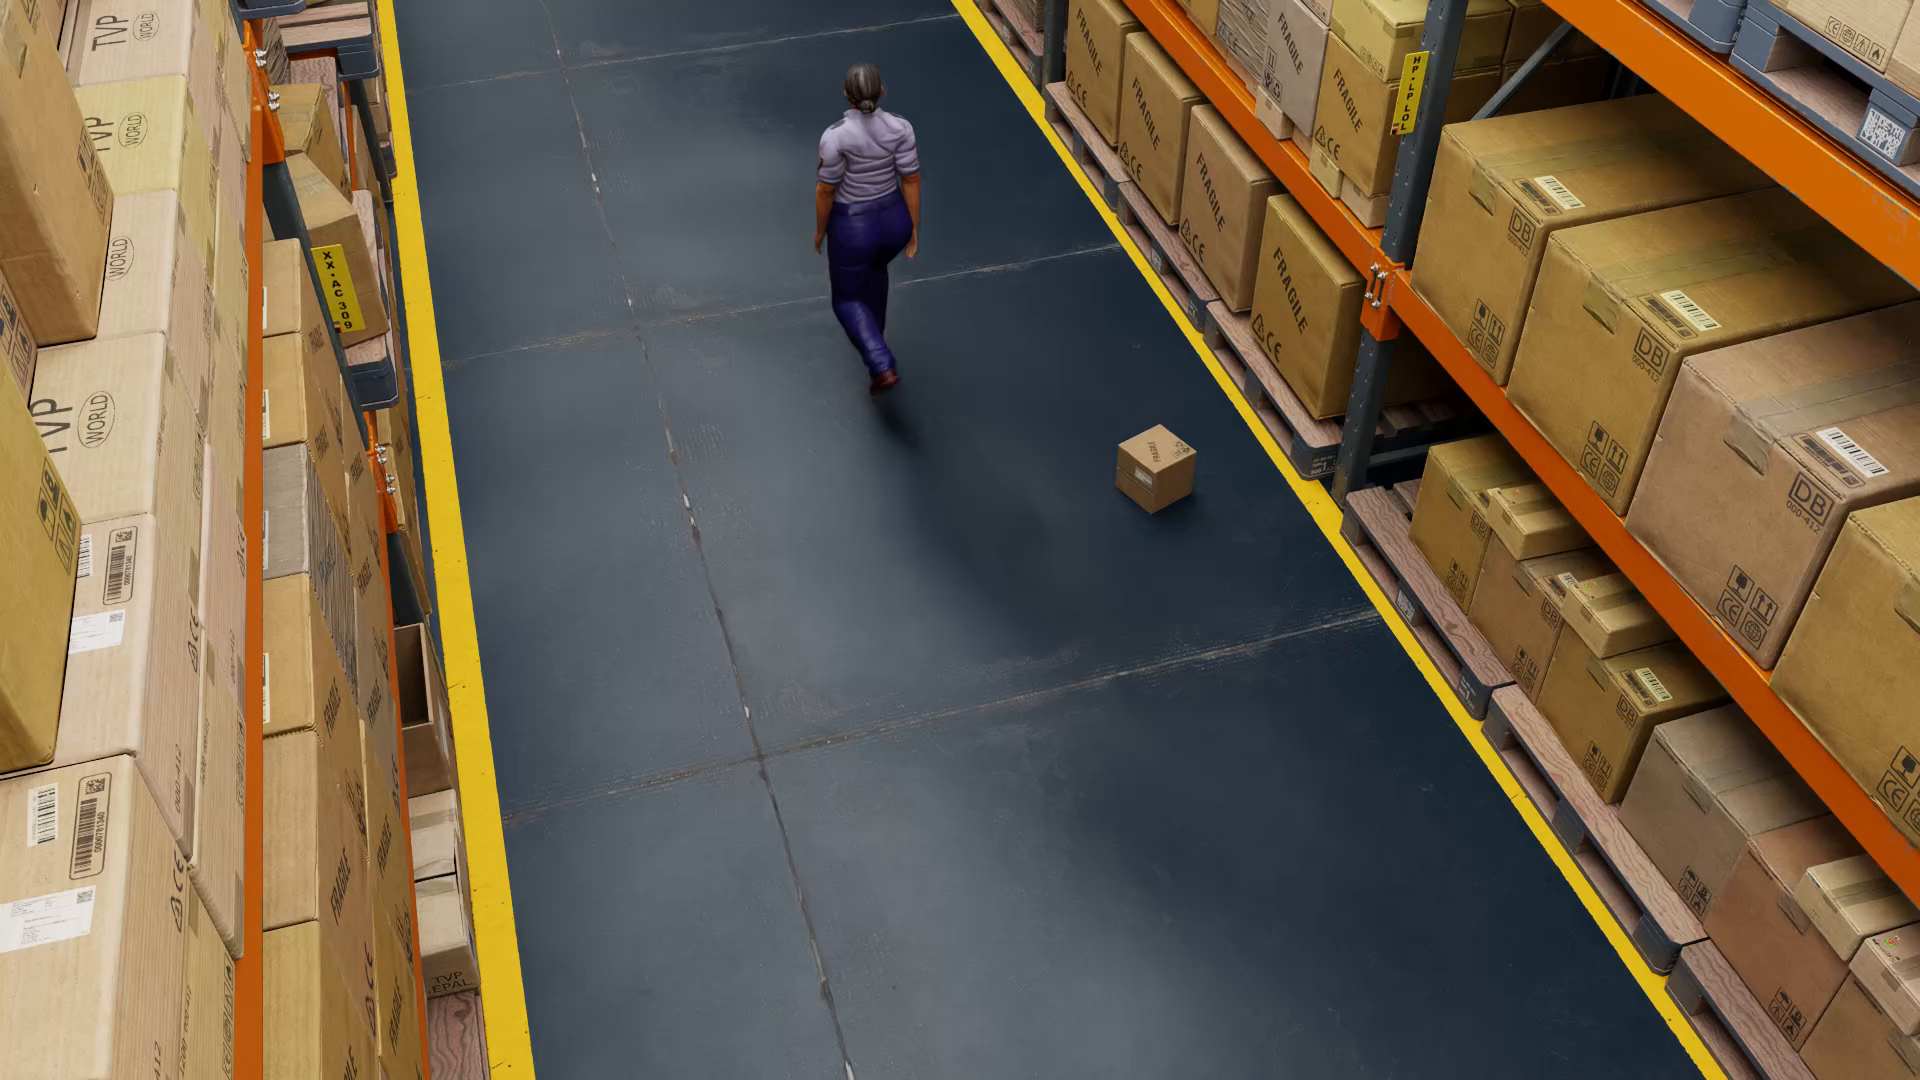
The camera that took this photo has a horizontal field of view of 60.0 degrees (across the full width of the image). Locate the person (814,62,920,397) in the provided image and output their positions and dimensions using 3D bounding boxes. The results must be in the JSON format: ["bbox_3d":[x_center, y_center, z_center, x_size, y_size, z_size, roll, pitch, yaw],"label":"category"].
[{"bbox_3d":[-0.412,-1.446,7.737,0.482,1.607,0.877,-19,46,-20],"label":"person"}]
